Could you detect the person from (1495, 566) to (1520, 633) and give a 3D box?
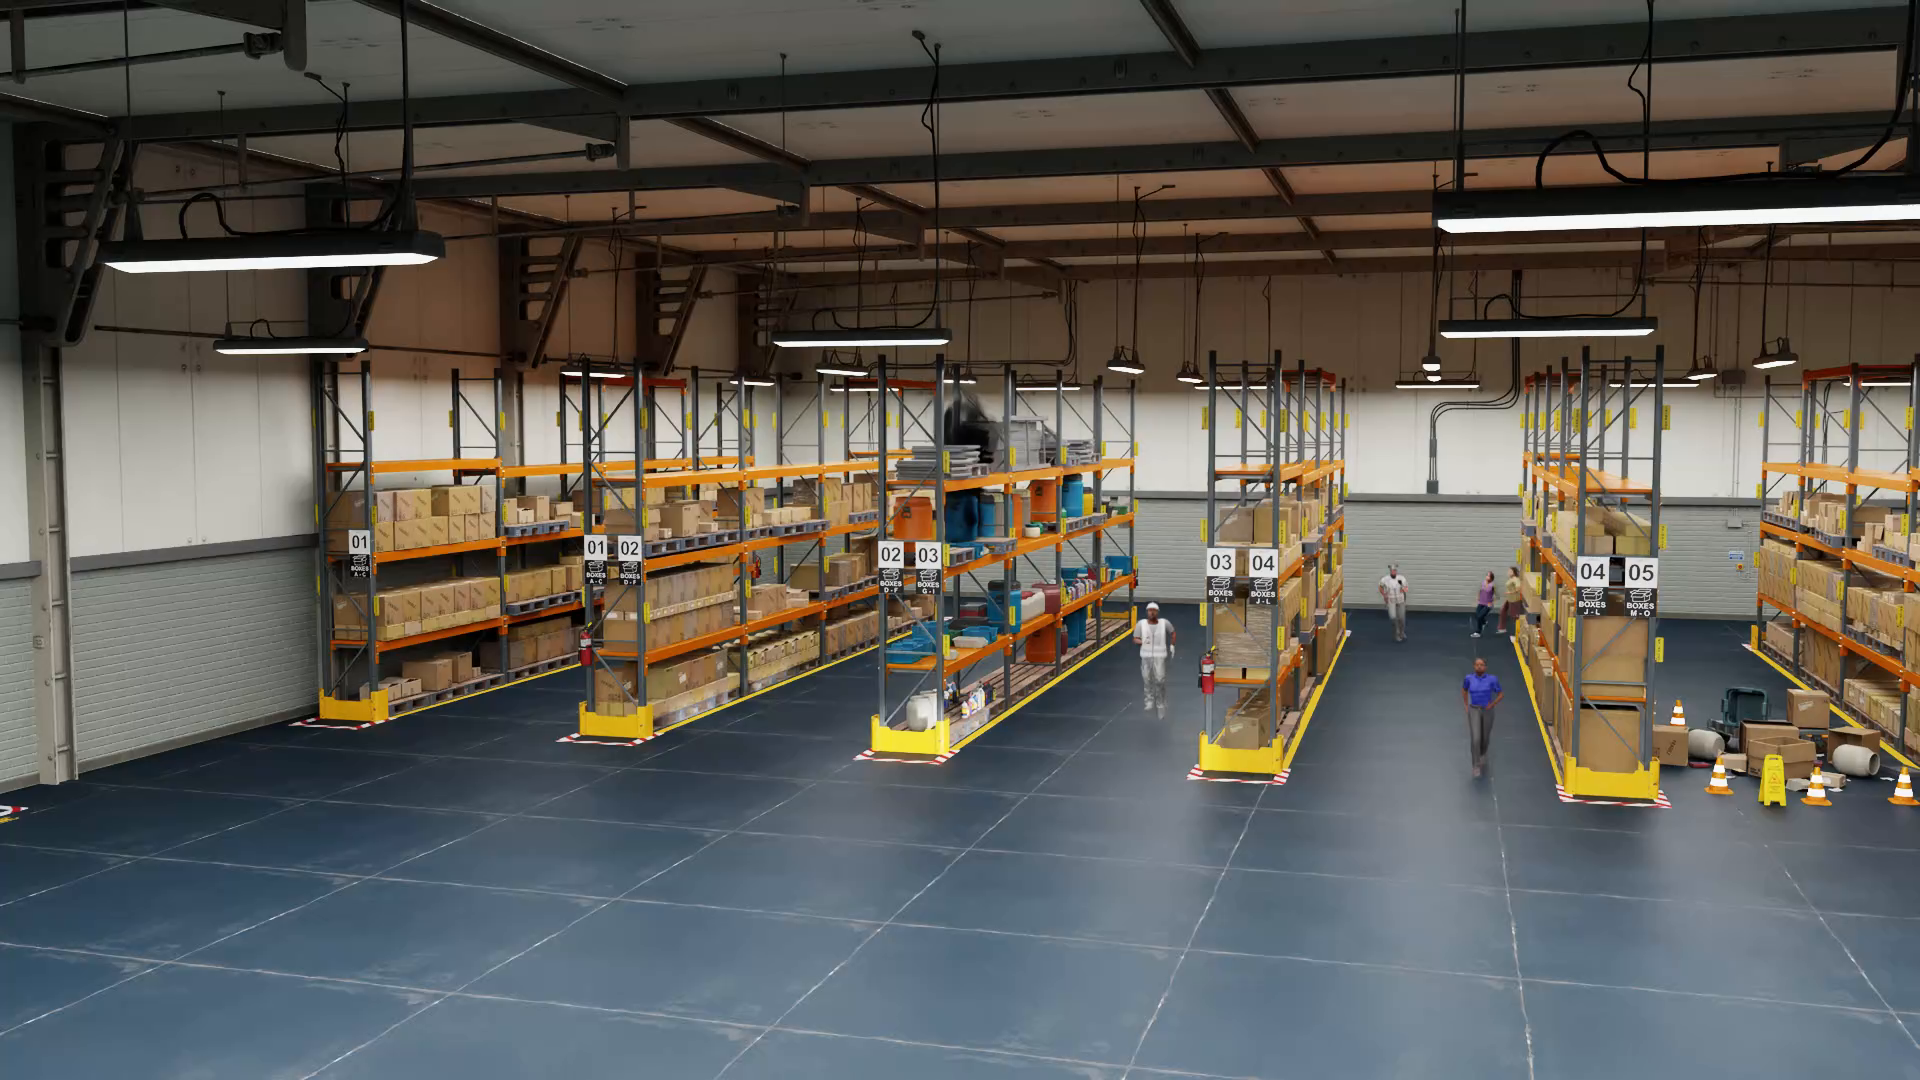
[{"bbox_3d":[13.029,1.440,39.009,0.804,1.664,0.699,0,4,3],"label":"person"}]

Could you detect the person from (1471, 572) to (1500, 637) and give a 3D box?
[{"bbox_3d":[12.185,1.501,38.443,0.529,1.512,0.575,-4,5,-41],"label":"person"}]

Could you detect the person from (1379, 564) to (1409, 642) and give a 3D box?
[{"bbox_3d":[9.912,1.437,37.929,0.653,1.805,0.719,0,4,3],"label":"person"}]

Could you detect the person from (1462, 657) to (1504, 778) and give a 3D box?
[{"bbox_3d":[7.425,2.494,23.655,0.573,1.693,0.787,1,4,18],"label":"person"}]

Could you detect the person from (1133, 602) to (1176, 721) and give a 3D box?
[{"bbox_3d":[3.104,1.941,26.661,0.667,1.878,0.719,1,4,11],"label":"person"}]
